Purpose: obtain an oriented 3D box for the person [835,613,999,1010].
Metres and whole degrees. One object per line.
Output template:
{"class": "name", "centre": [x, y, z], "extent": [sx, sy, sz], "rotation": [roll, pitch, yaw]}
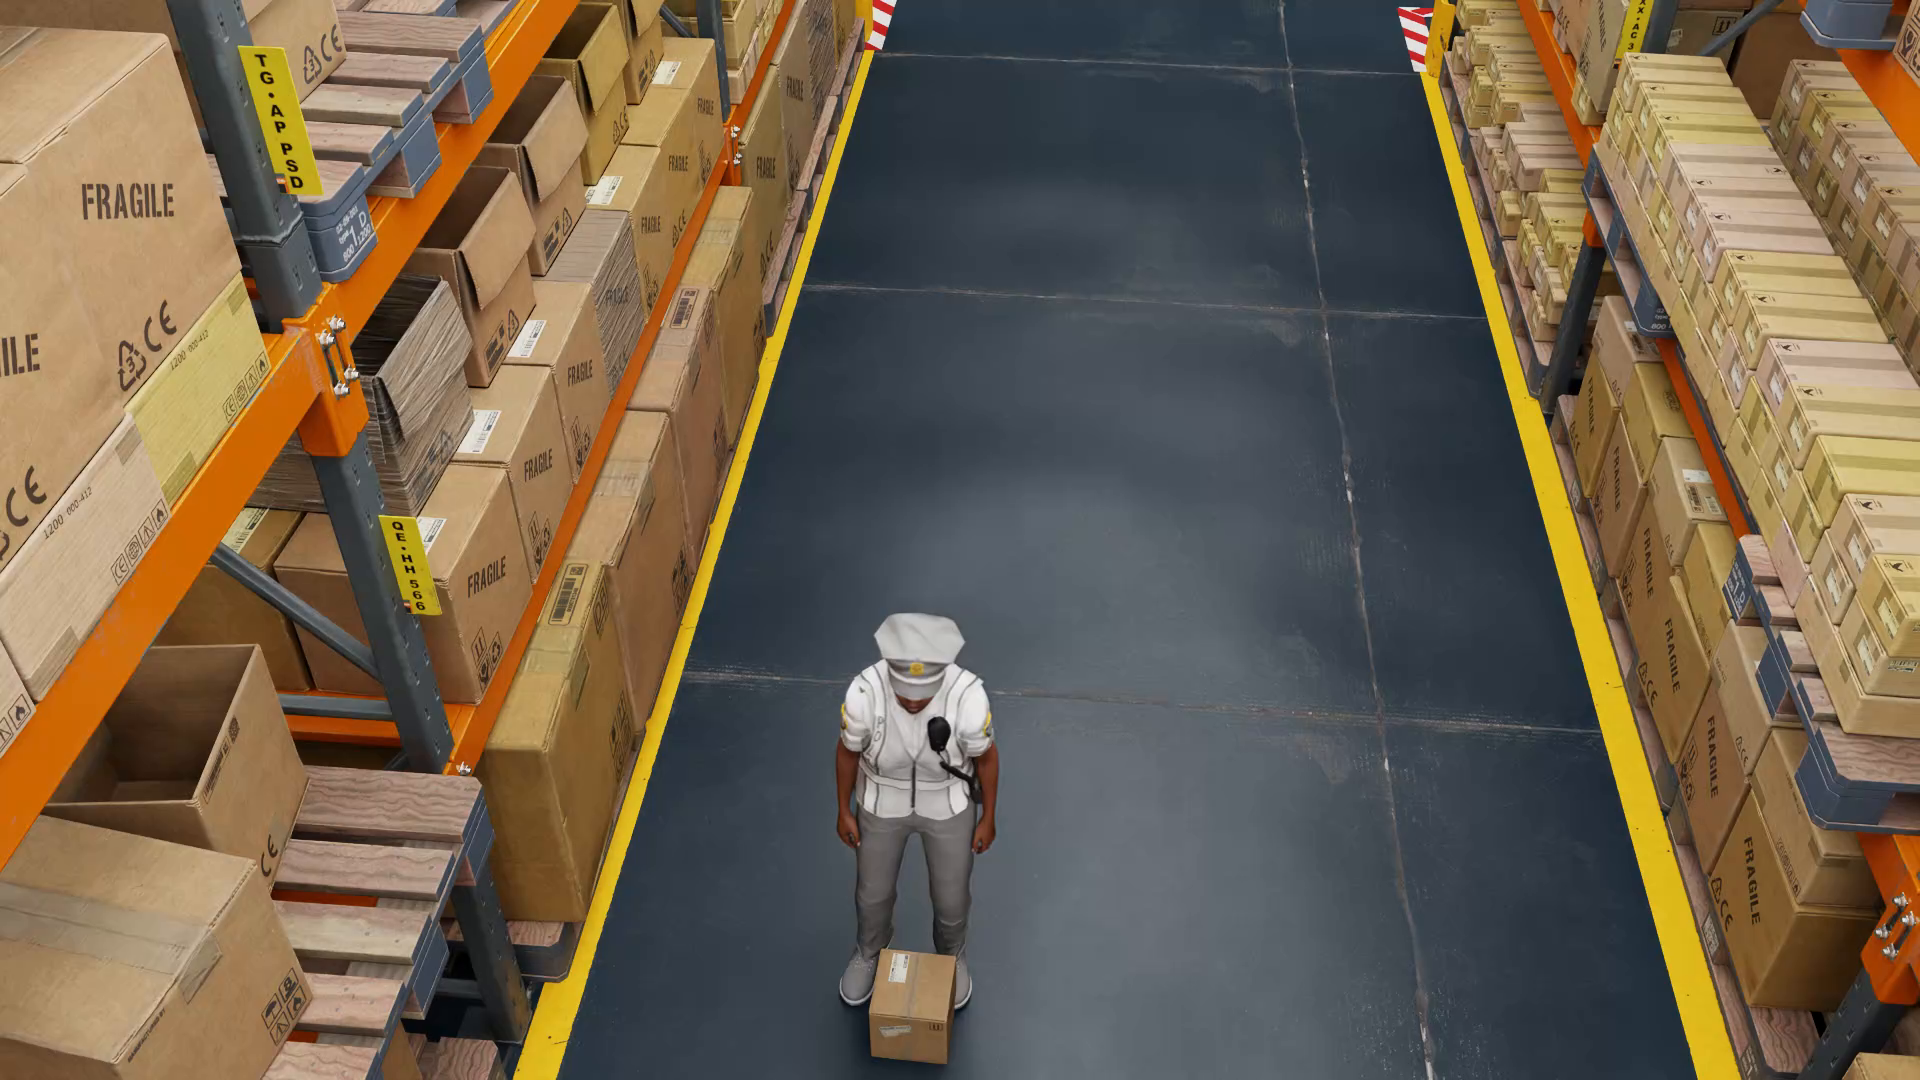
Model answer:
{"class": "person", "centre": [-0.143, 0.843, 5.165], "extent": [0.519, 1.656, 0.399], "rotation": [2, 40, 3]}
